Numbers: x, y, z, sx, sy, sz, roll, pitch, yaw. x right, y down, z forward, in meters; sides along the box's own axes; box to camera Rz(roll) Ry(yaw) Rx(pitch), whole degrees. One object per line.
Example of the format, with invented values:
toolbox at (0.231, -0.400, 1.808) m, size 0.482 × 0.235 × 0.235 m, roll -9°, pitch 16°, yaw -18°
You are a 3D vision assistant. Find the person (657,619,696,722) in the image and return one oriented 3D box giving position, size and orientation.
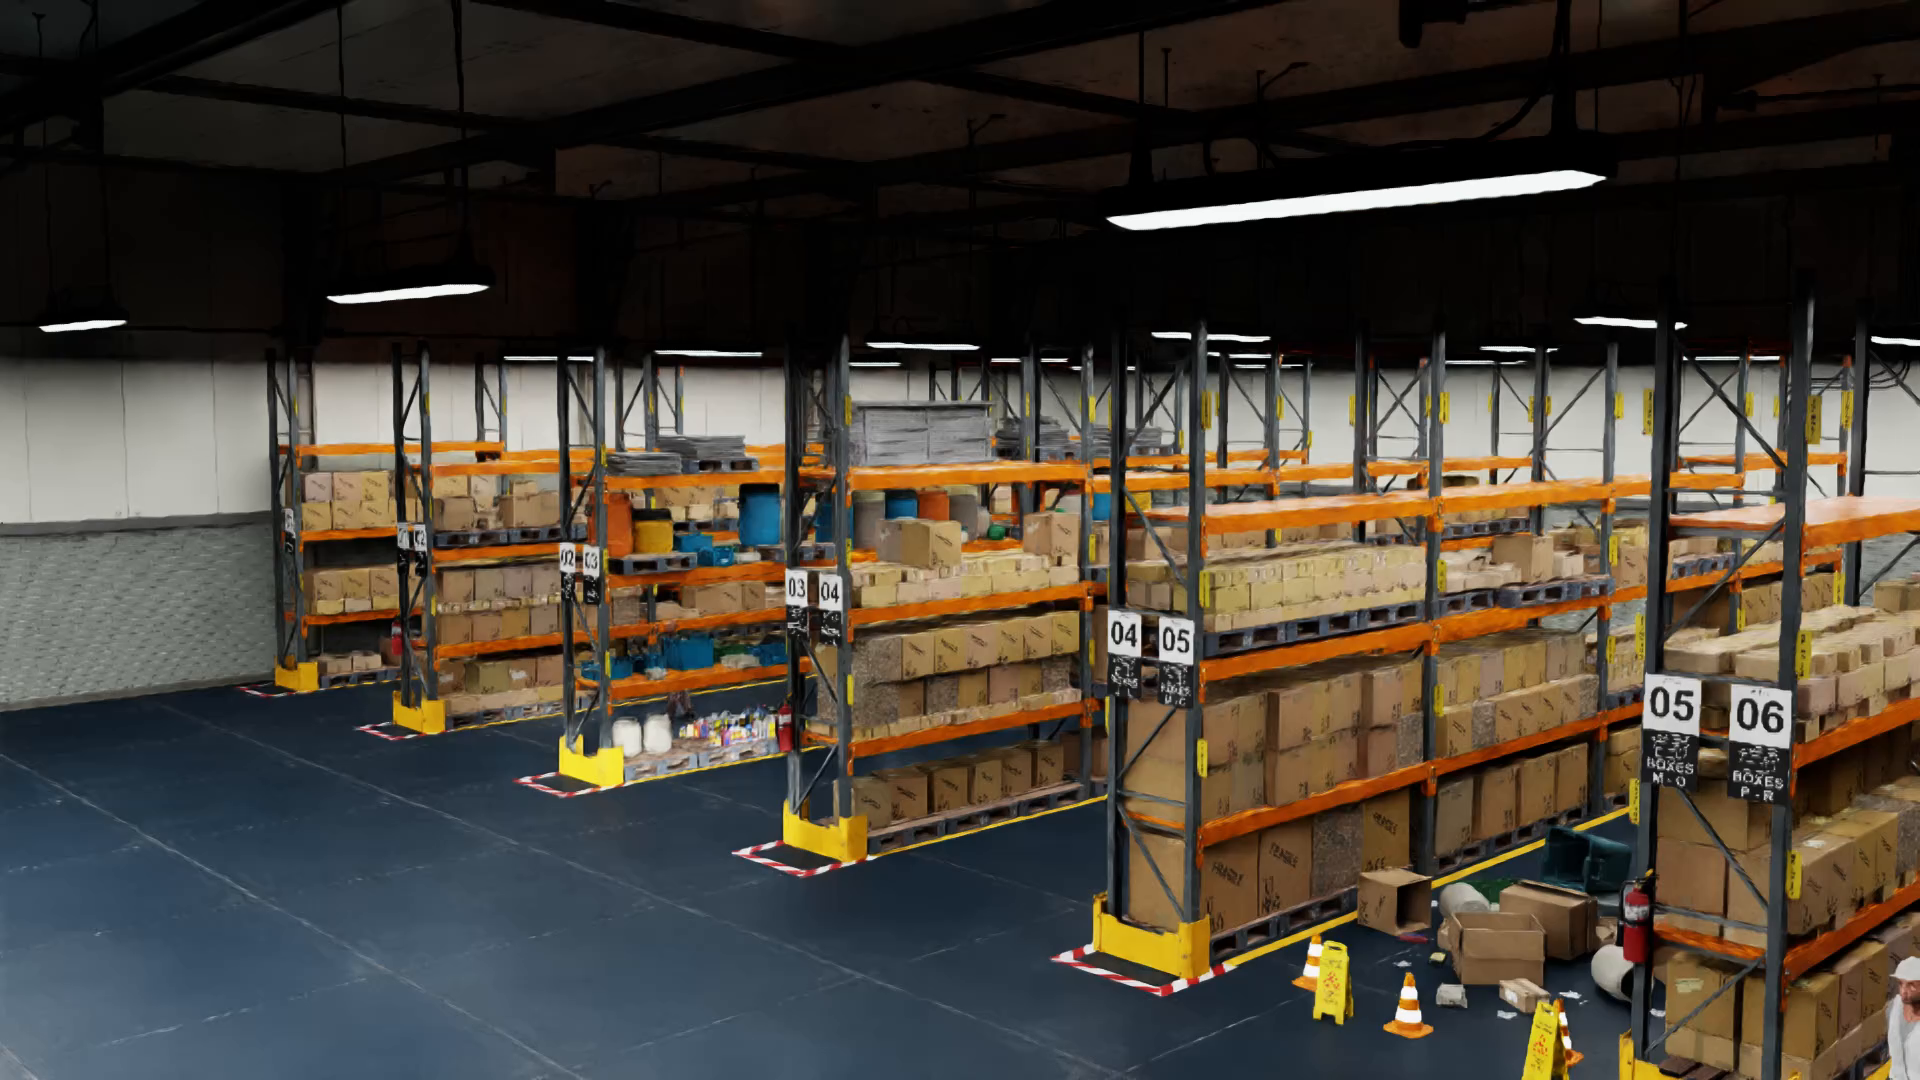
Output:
person at (-4.518, 2.064, 26.147) m, size 0.538 × 1.664 × 1.026 m, roll 4°, pitch 6°, yaw 38°

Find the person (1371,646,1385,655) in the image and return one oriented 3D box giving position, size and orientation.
person at (5.855, 2.234, 23.531) m, size 0.625 × 1.765 × 0.497 m, roll -1°, pitch 5°, yaw -14°

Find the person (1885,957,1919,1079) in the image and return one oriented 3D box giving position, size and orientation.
person at (5.969, 3.420, 10.287) m, size 0.988 × 1.734 × 0.598 m, roll -2°, pitch 5°, yaw -23°

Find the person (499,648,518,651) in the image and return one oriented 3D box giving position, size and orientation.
person at (-8.083, 1.775, 29.246) m, size 0.545 × 1.671 × 1.116 m, roll 5°, pitch 7°, yaw 43°
